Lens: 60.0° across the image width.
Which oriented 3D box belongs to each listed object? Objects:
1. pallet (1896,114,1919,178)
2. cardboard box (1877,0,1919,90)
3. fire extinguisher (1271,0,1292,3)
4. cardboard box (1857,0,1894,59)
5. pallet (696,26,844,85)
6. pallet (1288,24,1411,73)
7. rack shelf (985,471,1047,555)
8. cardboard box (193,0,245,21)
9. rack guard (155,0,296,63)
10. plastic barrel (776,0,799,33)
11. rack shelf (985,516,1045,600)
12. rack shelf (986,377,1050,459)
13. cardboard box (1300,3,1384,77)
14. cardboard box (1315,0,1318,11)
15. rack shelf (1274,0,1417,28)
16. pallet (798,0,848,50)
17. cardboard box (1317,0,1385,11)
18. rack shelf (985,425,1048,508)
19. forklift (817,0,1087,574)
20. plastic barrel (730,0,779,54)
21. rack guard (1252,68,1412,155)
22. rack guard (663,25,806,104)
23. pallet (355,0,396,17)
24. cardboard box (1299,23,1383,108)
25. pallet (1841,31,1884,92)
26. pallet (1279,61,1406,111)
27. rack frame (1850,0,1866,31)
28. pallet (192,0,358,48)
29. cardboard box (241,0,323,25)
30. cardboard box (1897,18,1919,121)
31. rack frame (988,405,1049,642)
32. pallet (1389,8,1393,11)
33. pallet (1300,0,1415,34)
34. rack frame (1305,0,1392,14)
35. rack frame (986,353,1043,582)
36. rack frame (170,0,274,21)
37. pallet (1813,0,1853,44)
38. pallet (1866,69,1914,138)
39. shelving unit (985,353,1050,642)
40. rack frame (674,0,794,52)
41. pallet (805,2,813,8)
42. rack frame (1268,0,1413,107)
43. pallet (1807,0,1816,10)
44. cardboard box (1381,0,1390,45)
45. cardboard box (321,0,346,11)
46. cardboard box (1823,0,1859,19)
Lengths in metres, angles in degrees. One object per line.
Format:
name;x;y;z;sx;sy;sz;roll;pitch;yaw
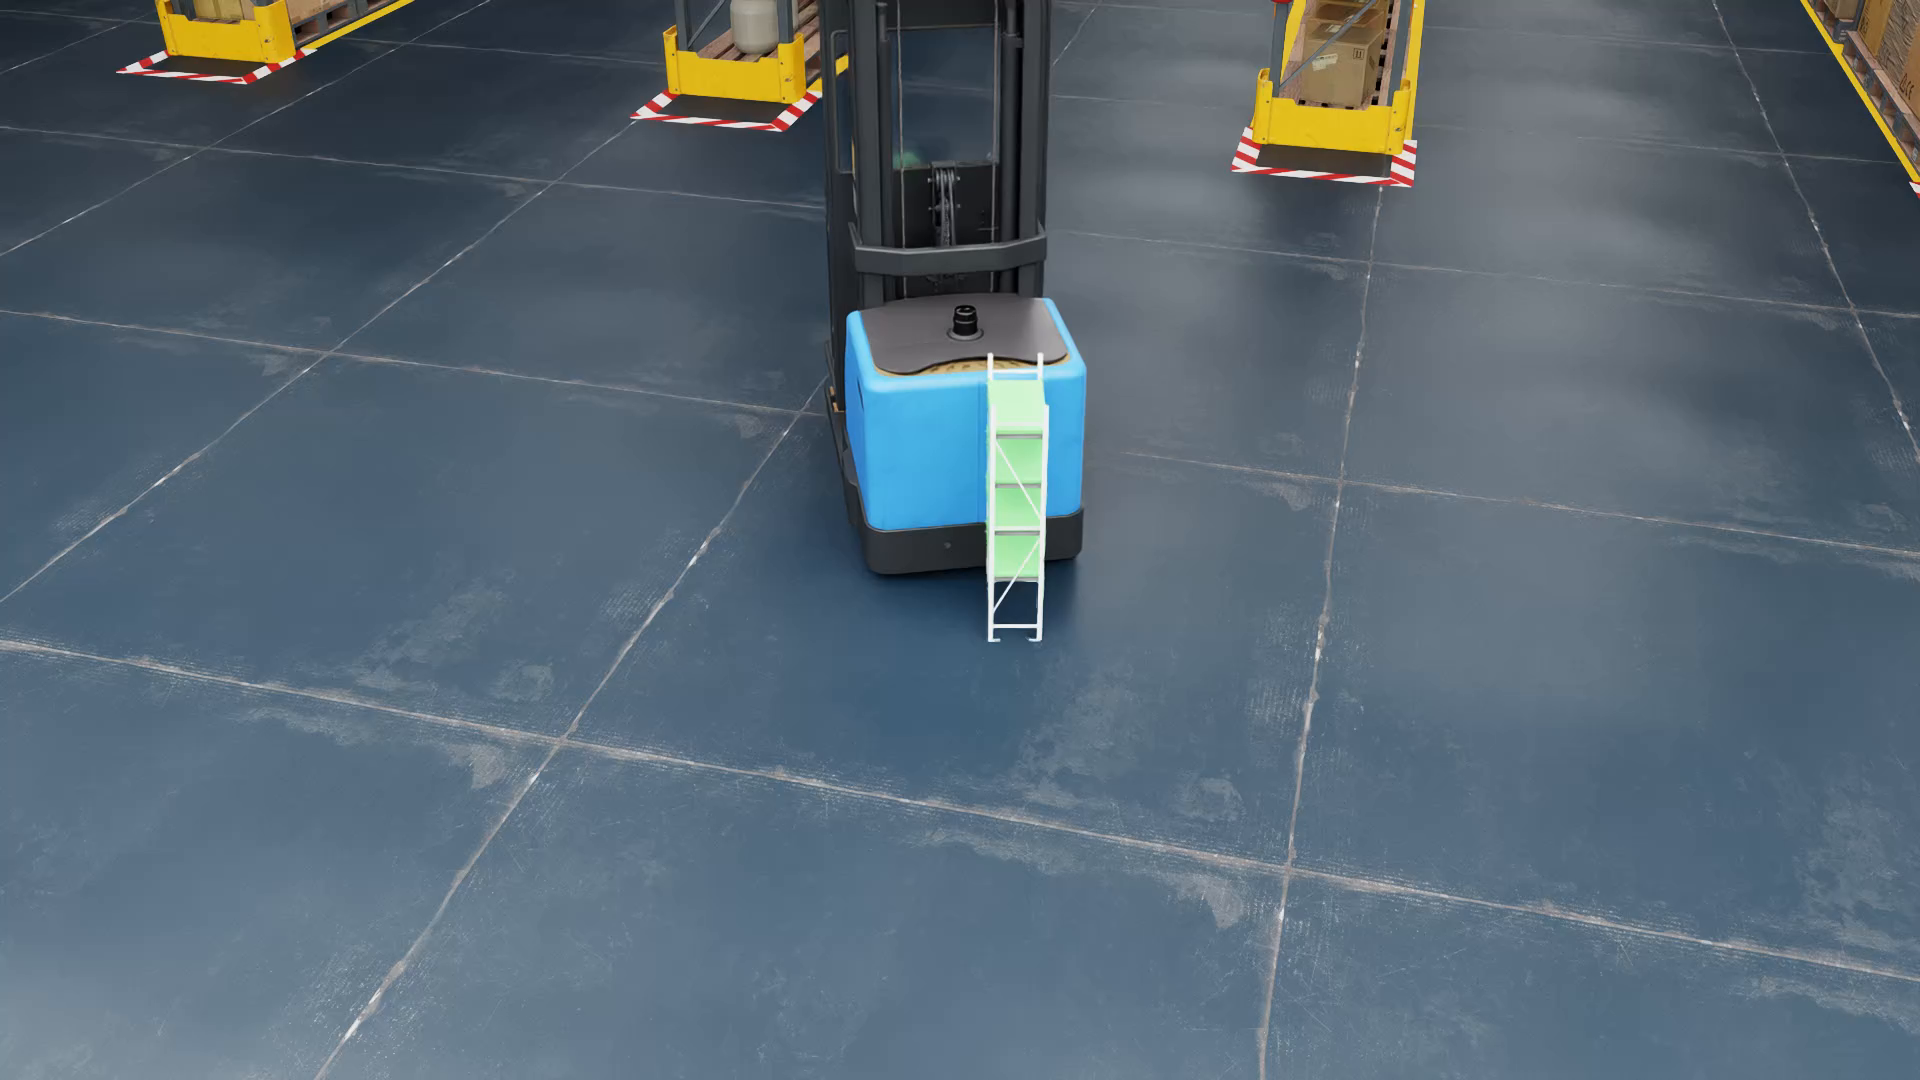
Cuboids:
pallet;7.802;-2.914;12.637;1.003;0.211;1.213;8;33;12
cardboard box;8.238;-4.236;13.707;0.875;0.875;0.875;8;33;13
fire extinguisher;2.428;-4.364;12.390;0.296;0.674;0.183;8;33;12
cardboard box;8.463;-4.705;14.444;0.875;0.875;0.875;9;33;13
pallet;-1.703;-4.357;14.907;1.003;0.211;1.213;8;33;12
pallet;3.474;-4.304;14.823;1.003;0.211;1.213;8;33;12
rack shelf;0.246;-0.125;7.448;0.258;0.148;0.480;0;32;0
cardboard box;-6.828;-5.079;15.615;0.500;0.250;0.500;8;33;12
rack guard;-6.684;-4.676;15.140;1.175;0.500;0.348;8;33;12
plastic barrel;-1.667;-4.807;14.943;0.421;0.512;0.421;0;32;0
rack shelf;0.246;0.077;7.576;0.258;0.148;0.480;0;32;0
rack shelf;0.246;-0.530;7.190;0.258;0.148;0.480;0;32;0
cardboard box;3.196;-4.152;13.924;0.500;0.500;0.500;17;36;25
cardboard box;3.640;-5.091;15.400;0.500;0.500;0.500;19;37;27
rack shelf;3.411;-5.127;14.190;1.077;0.370;4.000;8;33;12
pallet;-1.391;-4.988;15.900;1.003;0.211;1.213;8;33;12
cardboard box;3.374;-4.474;14.431;0.500;0.500;0.500;11;34;17
rack shelf;0.246;-0.328;7.319;0.258;0.148;0.480;0;32;0
forklift;-0.155;-1.851;8.430;1.130;2.935;3.031;-5;33;-8
plastic barrel;-1.795;-4.547;14.533;0.421;0.512;0.421;0;32;0
rack guard;2.922;-3.378;13.097;1.175;0.500;0.348;8;33;12
rack guard;-1.914;-4.058;14.168;1.175;0.500;0.348;8;33;12
pallet;-6.213;-5.601;16.863;1.003;0.211;1.213;8;33;12
cardboard box;3.078;-3.837;13.428;0.500;0.500;0.500;14;35;21
pallet;8.422;-4.180;14.629;1.003;0.211;1.213;8;33;12
pallet;3.163;-3.672;13.830;1.003;0.211;1.213;8;33;12
rack frame;8.690;-5.741;14.485;1.000;3.000;0.127;8;33;12
pallet;-6.524;-4.969;15.870;1.003;0.211;1.213;8;33;12
cardboard box;-6.327;-5.009;15.504;0.500;0.250;0.500;8;33;12
cardboard box;8.005;-3.764;12.963;0.875;0.875;0.875;8;33;12
rack frame;0.248;-0.048;7.207;0.240;1.200;0.015;0;32;0
pallet;4.114;-5.696;17.013;1.003;0.211;1.213;8;33;12
pallet;3.782;-4.939;15.822;1.003;0.211;1.213;8;33;12
rack frame;3.918;-6.469;15.629;1.000;3.000;0.127;8;33;12
rack frame;0.244;-0.310;7.619;0.240;1.200;0.015;0;32;0
rack frame;-6.678;-5.744;14.489;1.000;3.000;0.127;8;33;12
pallet;8.813;-4.975;15.879;1.003;0.211;1.213;8;33;12
pallet;8.114;-3.545;13.630;1.003;0.211;1.213;8;33;12
shelving unit;0.246;-0.179;7.413;0.258;1.200;0.503;0;32;0
rack frame;-1.888;-5.067;13.425;1.000;3.000;0.127;8;33;12
pallet;-1.083;-5.623;16.899;1.003;0.211;1.213;8;33;12
rack frame;2.903;-4.393;12.364;1.000;3.000;0.127;8;33;12
pallet;9.121;-5.610;16.878;1.003;0.211;1.213;8;33;12
cardboard box;3.558;-4.758;14.877;0.500;0.500;0.500;5;33;8
cardboard box;-6.203;-5.268;15.913;0.500;0.250;0.500;8;33;12
cardboard box;8.761;-5.303;15.502;1.050;0.750;0.750;8;33;12
